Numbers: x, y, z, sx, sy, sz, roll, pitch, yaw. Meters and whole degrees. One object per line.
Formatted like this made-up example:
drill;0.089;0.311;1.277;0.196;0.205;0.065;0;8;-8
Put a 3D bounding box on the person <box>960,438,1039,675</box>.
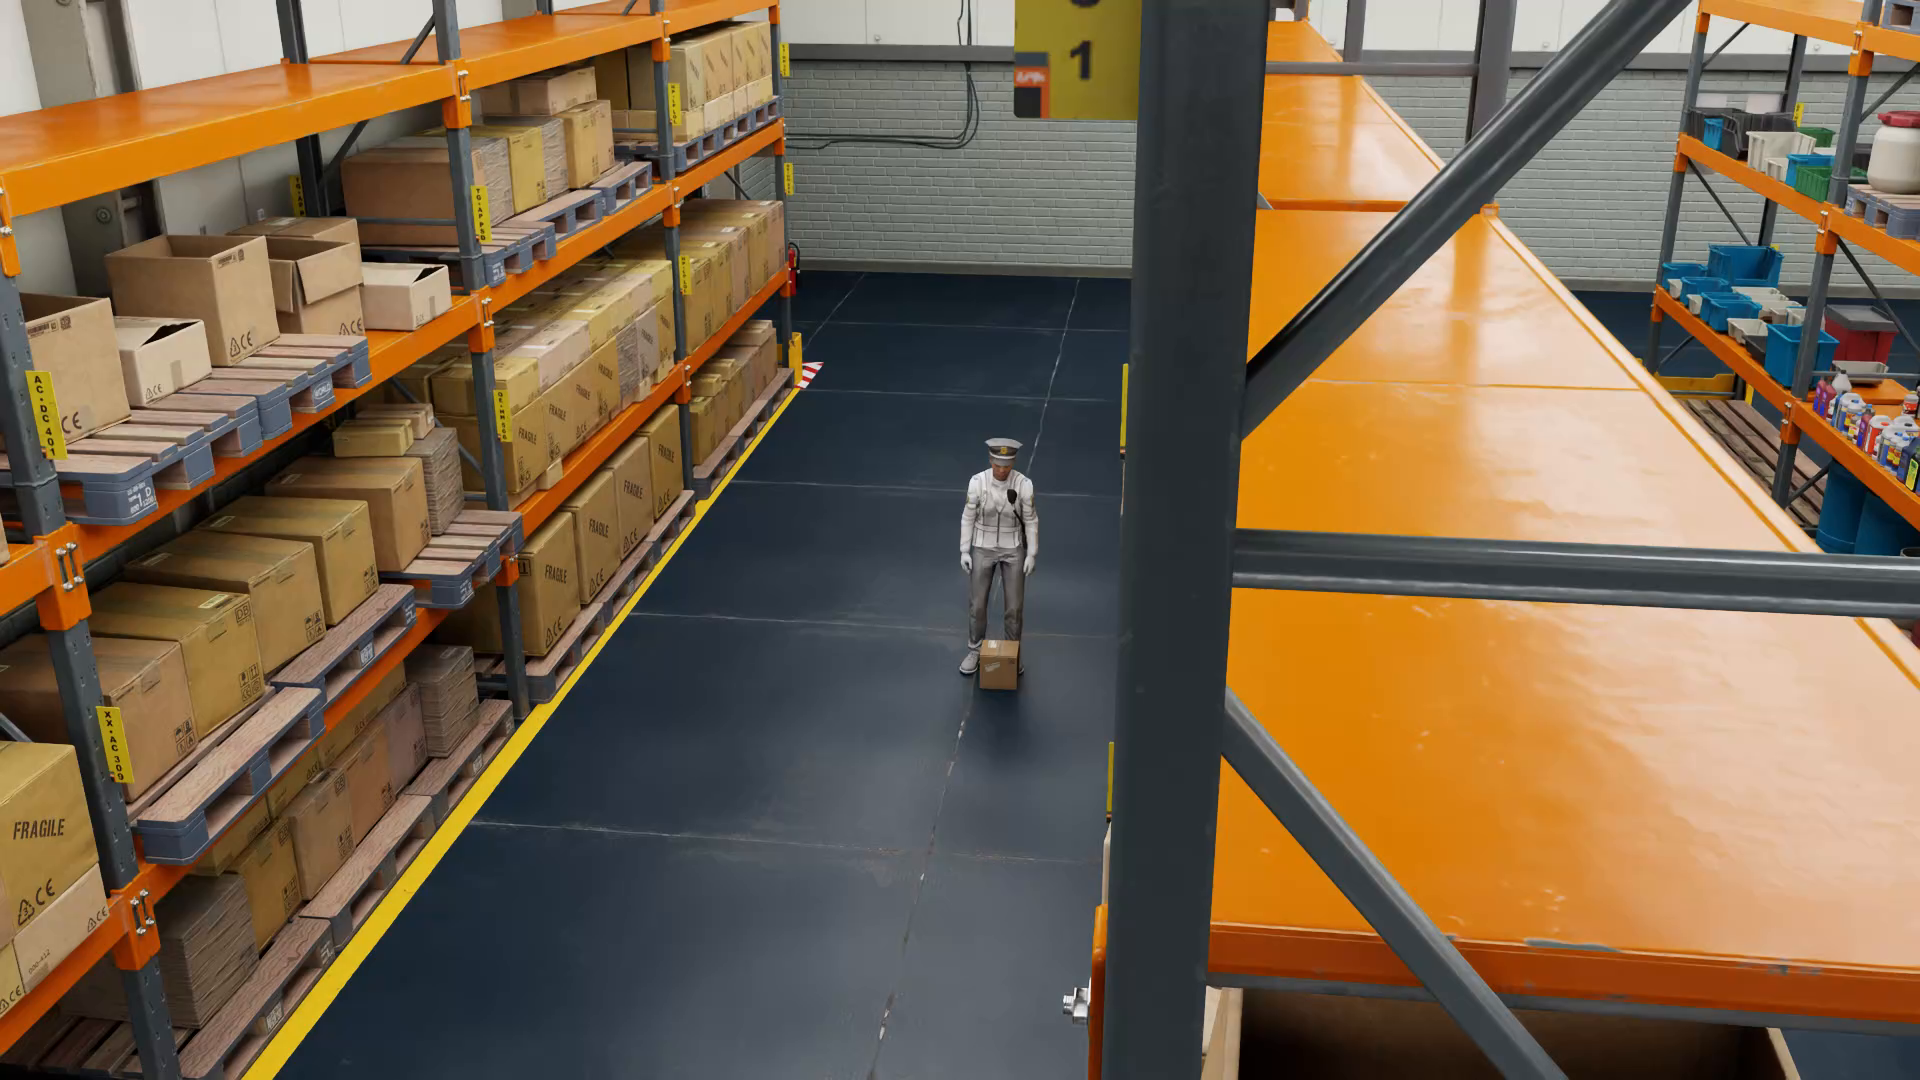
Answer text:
person;0.262;0.096;11.227;0.528;1.663;0.371;2;21;4
